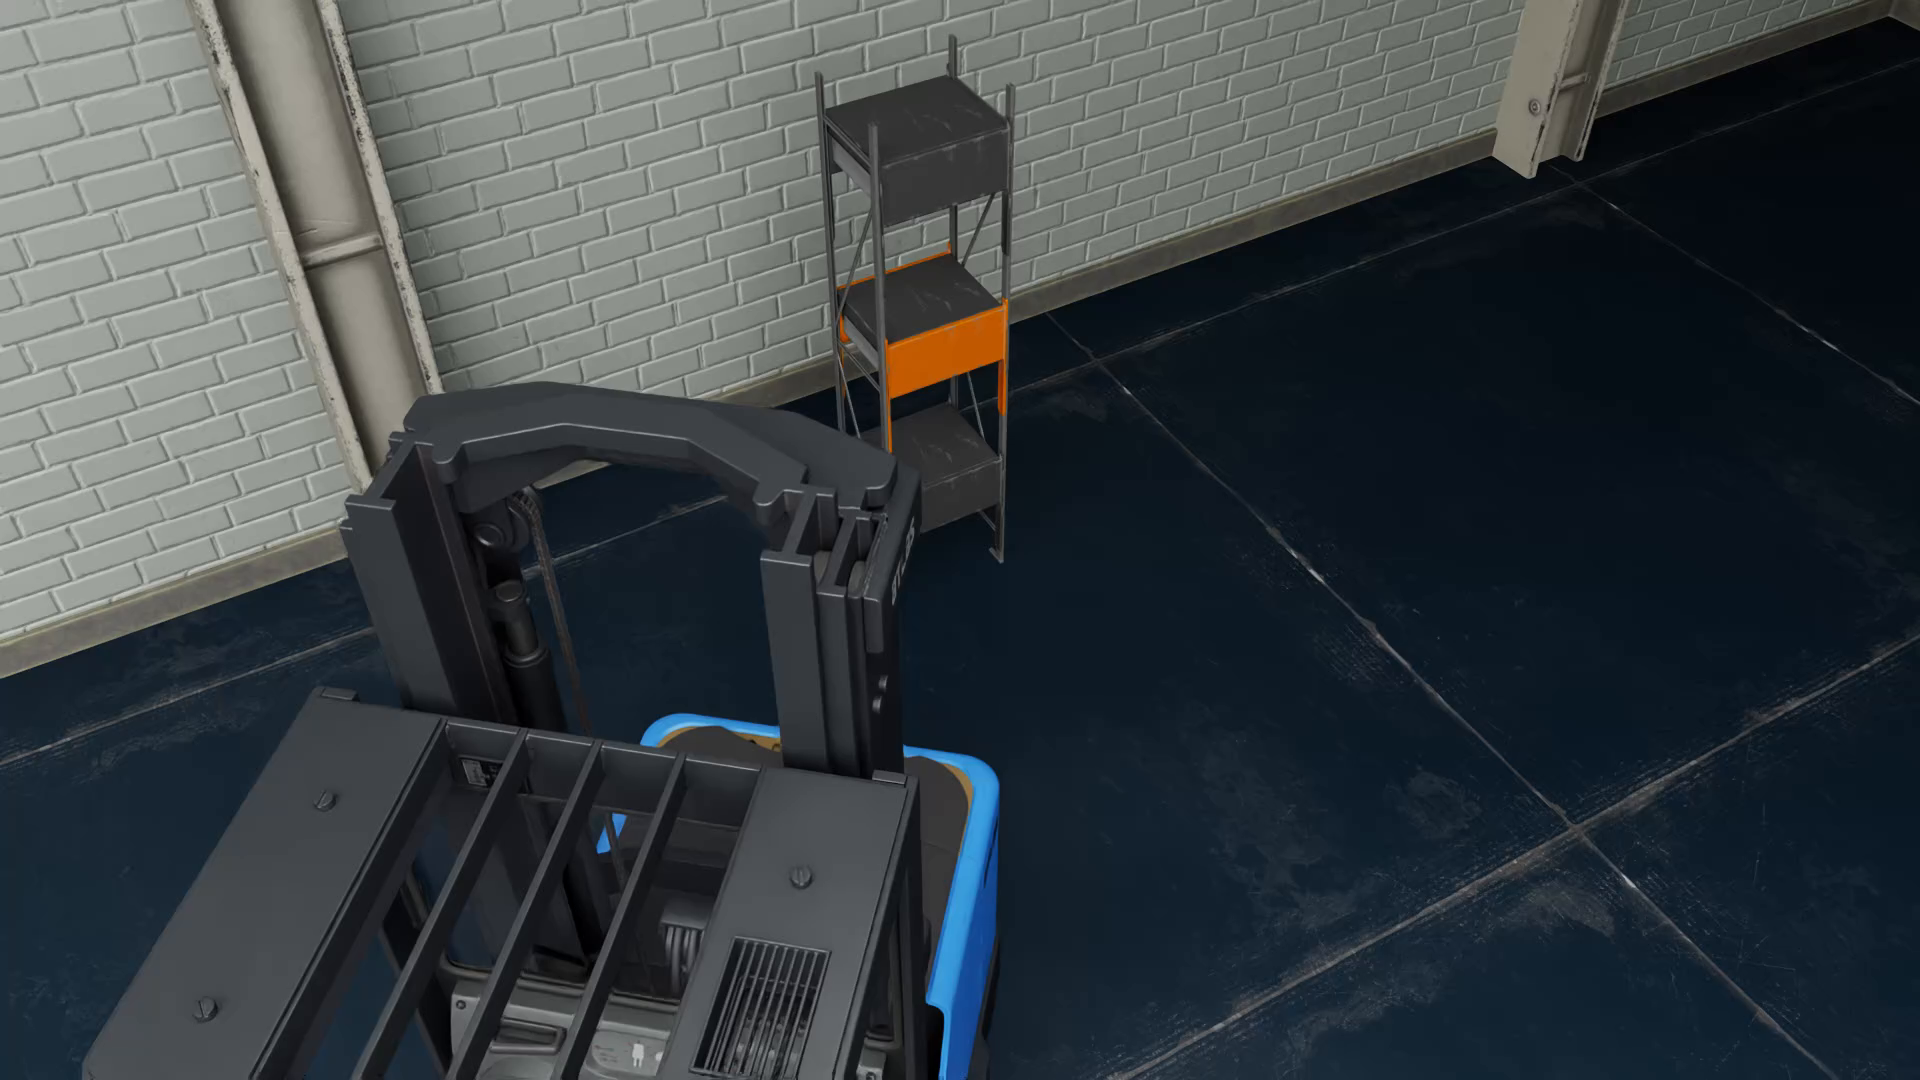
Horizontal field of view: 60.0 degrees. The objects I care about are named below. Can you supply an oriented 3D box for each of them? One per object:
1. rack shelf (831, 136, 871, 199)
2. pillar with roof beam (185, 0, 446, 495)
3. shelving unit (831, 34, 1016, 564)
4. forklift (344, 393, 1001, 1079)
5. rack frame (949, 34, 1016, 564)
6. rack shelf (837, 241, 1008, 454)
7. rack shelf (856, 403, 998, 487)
[{"bbox_3d":[-0.144,-1.260,5.412,0.442,0.100,0.332,-22,48,-21],"label":"rack shelf"},{"bbox_3d":[0.007,-0.596,0.903,0.400,9.000,9.100,-22,48,-21],"label":"pillar with roof beam"},{"bbox_3d":[-0.139,-0.698,5.962,0.492,2.100,0.431,-22,48,-21],"label":"shelving unit"},{"bbox_3d":[-0.656,1.270,3.337,1.130,2.935,3.031,7,45,8],"label":"forklift"},{"bbox_3d":[0.068,-0.781,6.047,0.015,2.100,0.400,-22,48,-21],"label":"rack frame"},{"bbox_3d":[-0.144,-0.686,5.969,0.480,0.518,0.431,-22,48,-21],"label":"rack shelf"},{"bbox_3d":[-0.144,-0.282,6.361,0.457,0.174,0.368,-22,48,-21],"label":"rack shelf"}]
